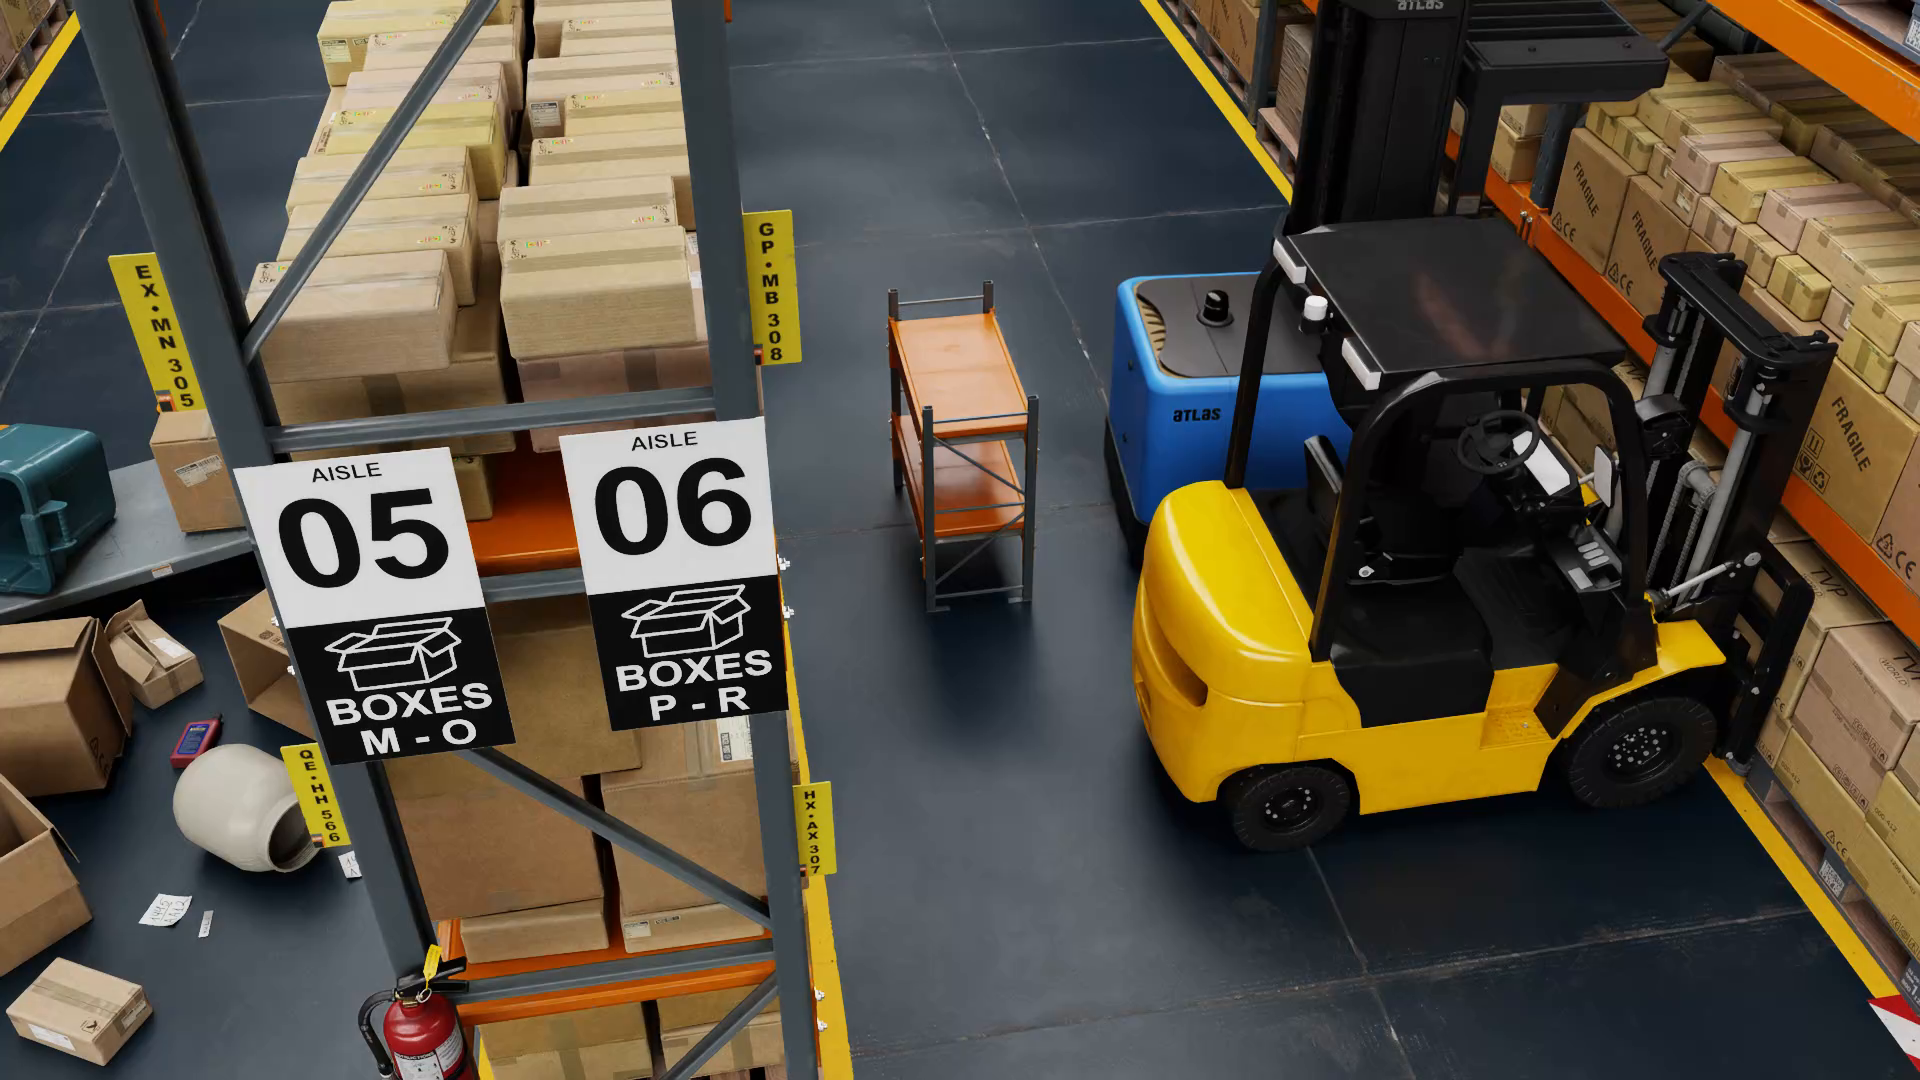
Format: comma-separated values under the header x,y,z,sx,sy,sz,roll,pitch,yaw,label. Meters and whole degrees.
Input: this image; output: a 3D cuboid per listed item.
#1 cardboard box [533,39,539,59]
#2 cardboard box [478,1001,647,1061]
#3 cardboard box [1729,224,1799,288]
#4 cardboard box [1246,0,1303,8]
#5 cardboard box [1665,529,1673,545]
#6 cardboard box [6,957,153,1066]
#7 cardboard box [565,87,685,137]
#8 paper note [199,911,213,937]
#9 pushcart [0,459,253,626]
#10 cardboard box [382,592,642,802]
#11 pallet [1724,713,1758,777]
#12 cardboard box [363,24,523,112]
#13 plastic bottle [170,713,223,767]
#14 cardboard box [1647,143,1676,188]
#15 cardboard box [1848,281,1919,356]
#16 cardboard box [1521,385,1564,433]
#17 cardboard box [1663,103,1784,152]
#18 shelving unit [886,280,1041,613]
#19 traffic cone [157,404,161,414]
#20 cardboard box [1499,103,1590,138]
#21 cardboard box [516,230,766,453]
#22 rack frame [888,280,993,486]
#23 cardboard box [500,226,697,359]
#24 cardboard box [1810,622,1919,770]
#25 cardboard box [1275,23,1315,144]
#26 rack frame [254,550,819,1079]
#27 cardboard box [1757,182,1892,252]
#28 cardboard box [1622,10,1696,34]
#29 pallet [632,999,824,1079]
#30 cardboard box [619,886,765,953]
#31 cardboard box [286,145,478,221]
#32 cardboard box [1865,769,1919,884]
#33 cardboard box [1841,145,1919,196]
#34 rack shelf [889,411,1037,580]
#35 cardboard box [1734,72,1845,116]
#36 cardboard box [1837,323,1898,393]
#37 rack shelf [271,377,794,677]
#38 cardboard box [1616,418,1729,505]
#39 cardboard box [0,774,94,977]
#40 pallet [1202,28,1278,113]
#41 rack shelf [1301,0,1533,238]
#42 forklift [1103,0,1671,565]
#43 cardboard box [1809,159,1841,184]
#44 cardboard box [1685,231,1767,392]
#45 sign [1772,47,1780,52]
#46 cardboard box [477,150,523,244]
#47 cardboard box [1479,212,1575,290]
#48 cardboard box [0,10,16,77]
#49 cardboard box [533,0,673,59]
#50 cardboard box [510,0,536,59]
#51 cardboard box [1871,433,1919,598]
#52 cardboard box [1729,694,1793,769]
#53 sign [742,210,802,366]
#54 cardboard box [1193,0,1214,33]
x,y,z,sx,sy,sz,roll,pitch,yaw,label
-0.984,-1.387,4.926,0.500,0.250,0.500,-5,38,-7,cardboard box
-1.291,1.282,5.343,0.500,0.500,0.500,-6,38,-8,cardboard box
3.284,-1.137,6.558,0.380,0.149,0.250,-7,38,-9,cardboard box
2.254,-3.960,11.969,0.380,0.149,0.250,-8,39,-10,cardboard box
3.327,0.124,7.037,0.500,0.250,0.500,-6,38,-8,cardboard box
-3.112,1.666,5.885,0.380,0.149,0.250,13,40,16,cardboard box
-0.769,-0.991,4.090,0.380,0.149,0.250,-6,38,-8,cardboard box
-2.846,1.448,6.277,0.032,0.001,0.123,-6,38,-8,paper note
-3.831,0.009,7.831,1.648,0.377,0.936,-20,42,-23,pushcart
-1.198,0.277,4.209,0.700,0.500,0.500,-7,38,-9,cardboard box
3.607,0.486,7.352,1.003,0.211,1.213,-6,38,-8,pallet
-1.364,-1.239,4.410,0.380,0.149,0.250,-7,38,-9,cardboard box
-3.215,0.839,7.020,0.133,0.061,0.283,0,38,0,plastic bottle
3.208,-1.602,7.157,0.380,0.149,0.250,-6,38,-8,cardboard box
3.400,-0.789,5.868,0.380,0.149,0.250,-6,38,-7,cardboard box
3.072,-0.790,8.214,0.500,0.250,0.500,-6,38,-8,cardboard box
3.243,-1.726,7.074,0.380,0.149,0.250,-7,38,-9,cardboard box
-0.001,-0.448,7.810,0.538,1.125,1.048,-6,38,-8,shelving unit
-4.226,-0.966,9.017,0.336,0.463,0.334,-6,38,-8,traffic cone
2.953,-2.246,8.310,0.500,0.250,0.500,-7,38,-9,cardboard box
-0.720,-0.461,3.733,0.500,0.250,0.500,-7,38,-9,cardboard box
-0.090,-0.755,8.205,0.500,1.125,0.032,-6,38,-8,rack frame
-0.755,-0.523,3.488,0.380,0.149,0.250,-6,38,-8,cardboard box
3.509,0.551,6.080,0.500,0.250,0.500,-6,38,-7,cardboard box
2.686,-3.104,11.294,0.875,0.625,0.625,-5,38,-7,cardboard box
-0.894,1.114,4.271,1.000,3.000,0.127,-6,38,-8,rack frame
3.359,-1.257,6.471,0.380,0.149,0.250,-6,38,-8,cardboard box
3.445,-2.537,8.360,0.380,0.149,0.250,-7,38,-9,cardboard box
-1.015,1.675,5.822,1.003,0.211,1.213,-6,38,-8,pallet
-0.750,0.986,4.641,0.380,0.149,0.250,-6,38,-8,cardboard box
-1.314,-0.771,3.807,0.380,0.149,0.250,-7,38,-8,cardboard box
3.599,1.040,5.858,0.500,0.250,0.500,-7,38,-9,cardboard box
3.839,-1.473,6.749,0.380,0.149,0.250,-7,38,-9,cardboard box
-0.001,-0.255,7.960,0.538,0.278,1.000,-6,38,-8,rack shelf
3.648,-1.935,7.343,0.380,0.149,0.250,-7,38,-9,cardboard box
3.407,-0.669,5.956,0.380,0.149,0.250,-6,38,-8,cardboard box
-1.244,-0.995,5.127,1.077,0.370,4.000,-6,38,-8,rack shelf
3.245,-0.378,7.275,0.500,0.250,0.500,-5,38,-6,cardboard box
-3.694,1.311,6.052,0.637,0.503,0.797,27,45,30,cardboard box
2.496,-3.608,12.622,1.003,0.211,1.213,-6,38,-8,pallet
2.940,-2.762,9.847,1.077,0.370,4.000,-6,38,-8,rack shelf
2.288,-1.364,7.517,3.031,2.935,1.130,-3,38,-4,forklift
3.800,-1.507,7.034,0.380,0.149,0.250,-6,38,-8,cardboard box
3.309,-0.963,6.863,0.500,0.500,0.500,-7,38,-8,cardboard box
3.837,-2.272,7.859,0.100,0.325,0.005,-6,38,-8,sign
-1.323,-0.714,4.059,0.500,0.250,0.500,-7,38,-9,cardboard box
3.189,-1.380,9.075,0.875,0.625,0.625,-5,38,-6,cardboard box
-7.300,-3.679,12.136,0.500,0.500,0.500,-7,38,-9,cardboard box
-0.991,-1.445,4.675,0.380,0.149,0.250,-5,38,-7,cardboard box
-1.613,-1.635,5.245,0.500,0.250,0.500,-6,38,-8,cardboard box
3.566,-0.045,5.681,0.500,0.500,0.500,-5,38,-7,cardboard box
3.442,0.643,6.776,0.500,0.250,0.500,-6,38,-7,cardboard box
-0.360,-0.474,3.158,0.100,0.325,0.005,-6,38,-8,sign
2.132,-4.284,12.915,0.500,0.500,0.500,-5,38,-6,cardboard box
